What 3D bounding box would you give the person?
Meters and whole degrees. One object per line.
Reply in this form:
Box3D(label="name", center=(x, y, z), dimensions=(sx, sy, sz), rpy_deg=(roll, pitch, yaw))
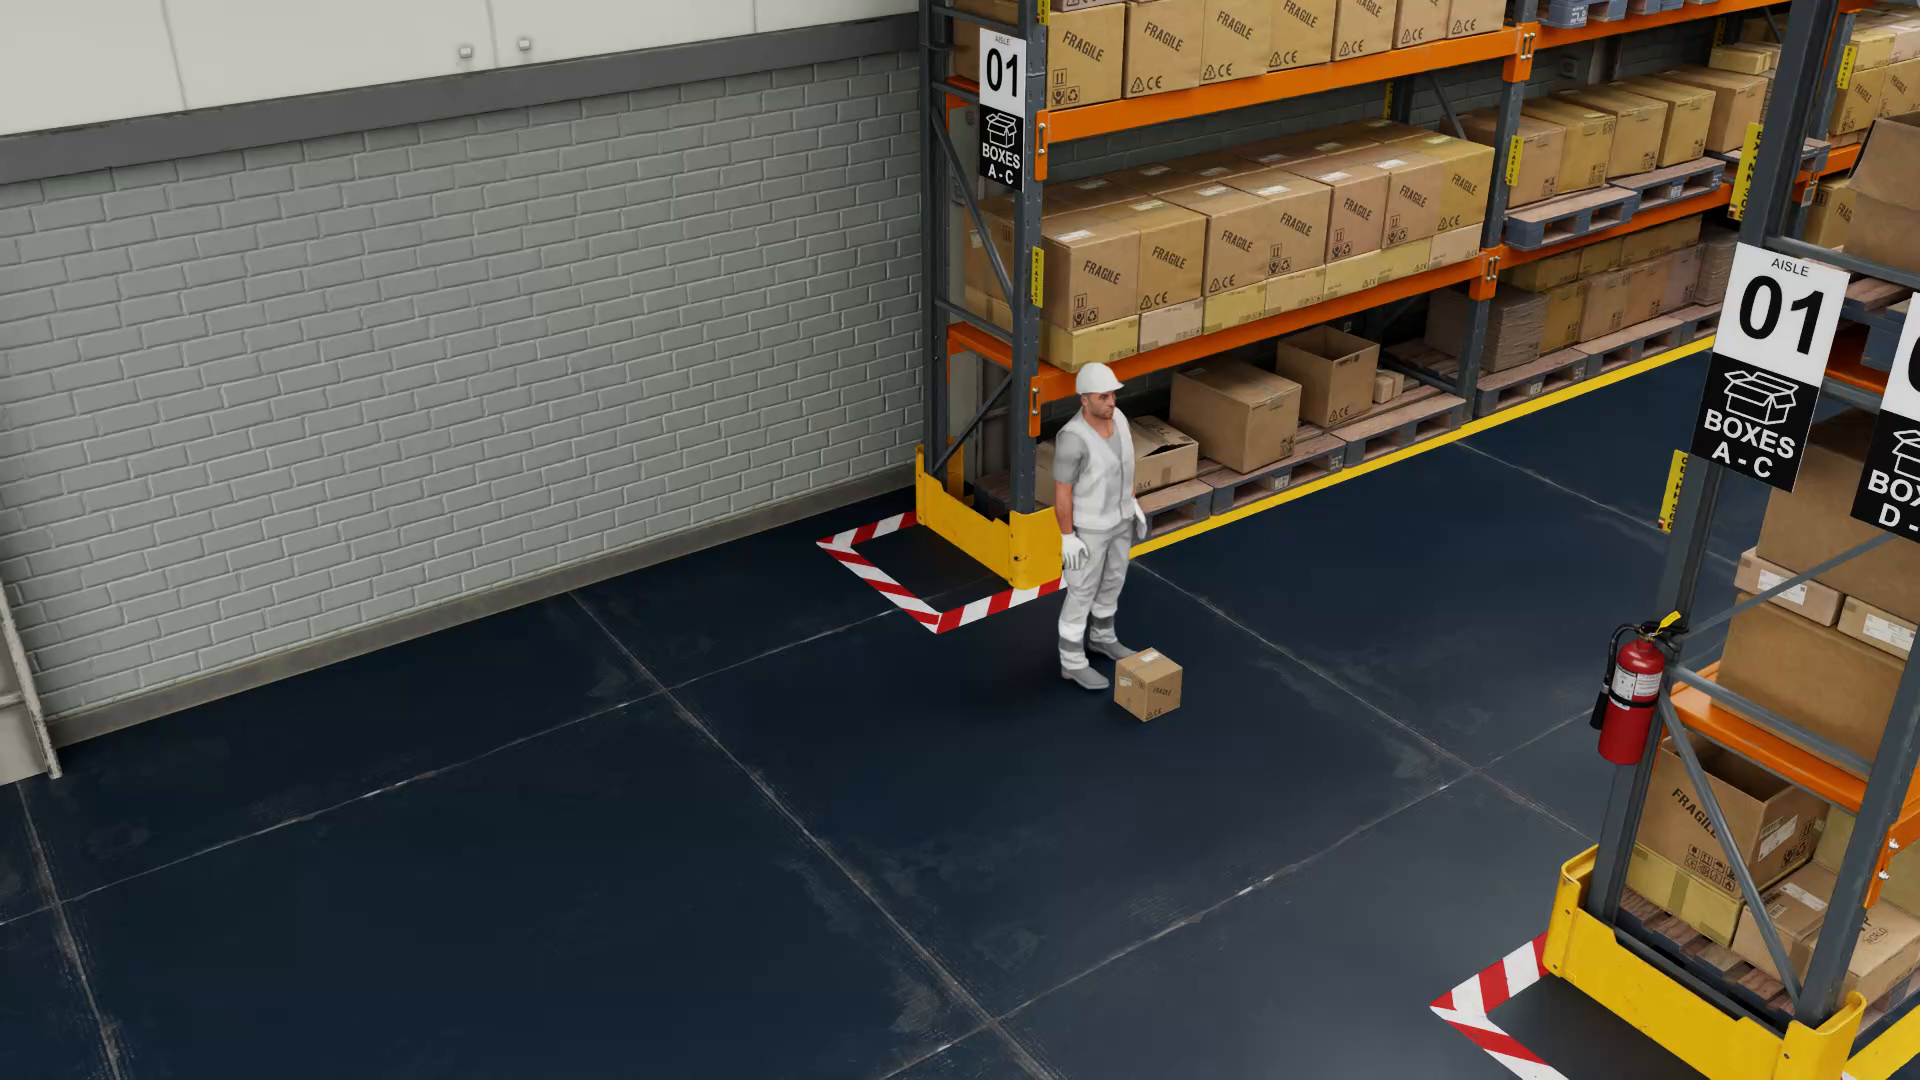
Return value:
Box3D(label="person", center=(0.737, -0.071, 8.714), dimensions=(0.381, 1.816, 0.566), rpy_deg=(24, 36, 37))
